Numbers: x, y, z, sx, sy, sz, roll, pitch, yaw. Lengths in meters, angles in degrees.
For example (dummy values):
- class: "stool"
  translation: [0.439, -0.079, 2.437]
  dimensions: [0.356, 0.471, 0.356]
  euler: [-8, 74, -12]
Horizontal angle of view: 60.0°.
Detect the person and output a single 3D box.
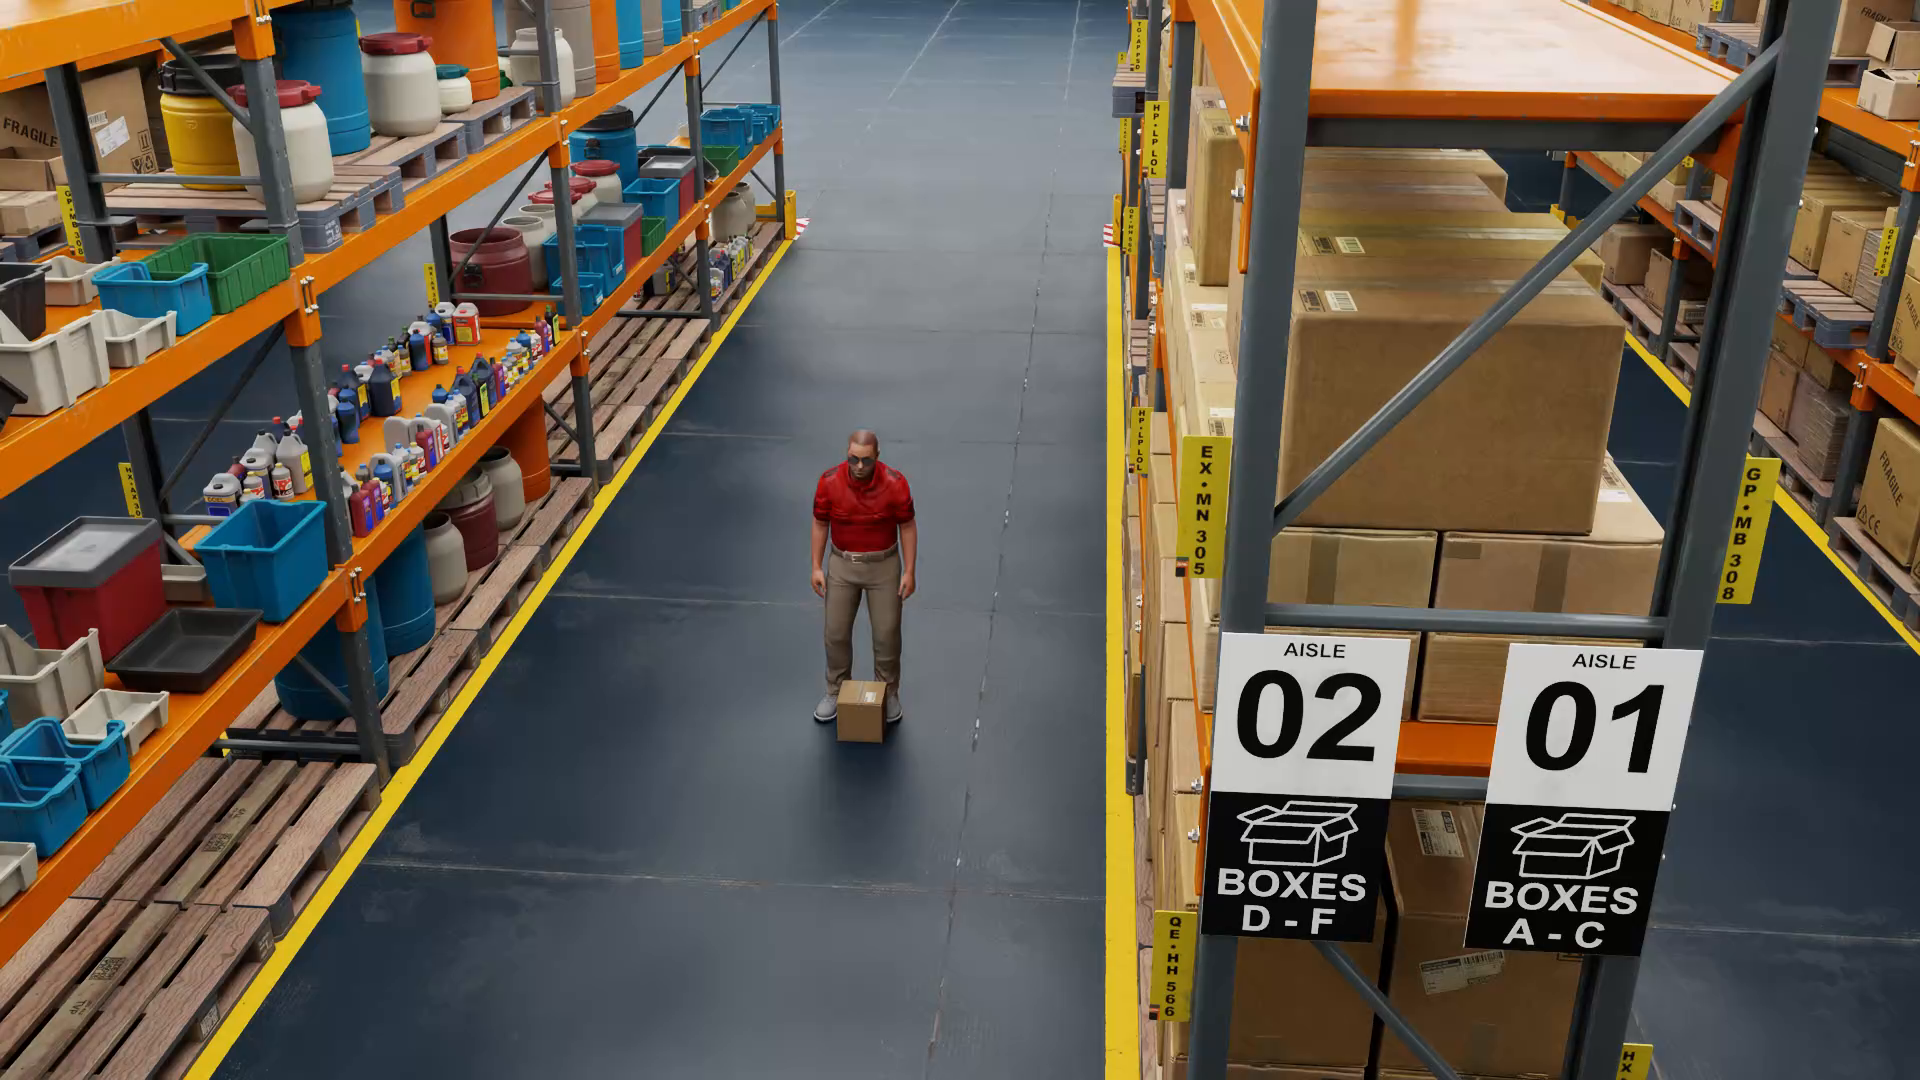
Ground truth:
- class: "person"
  translation: [-0.532, 0.181, 9.221]
  dimensions: [0.588, 1.726, 0.389]
  euler: [2, 24, 4]
